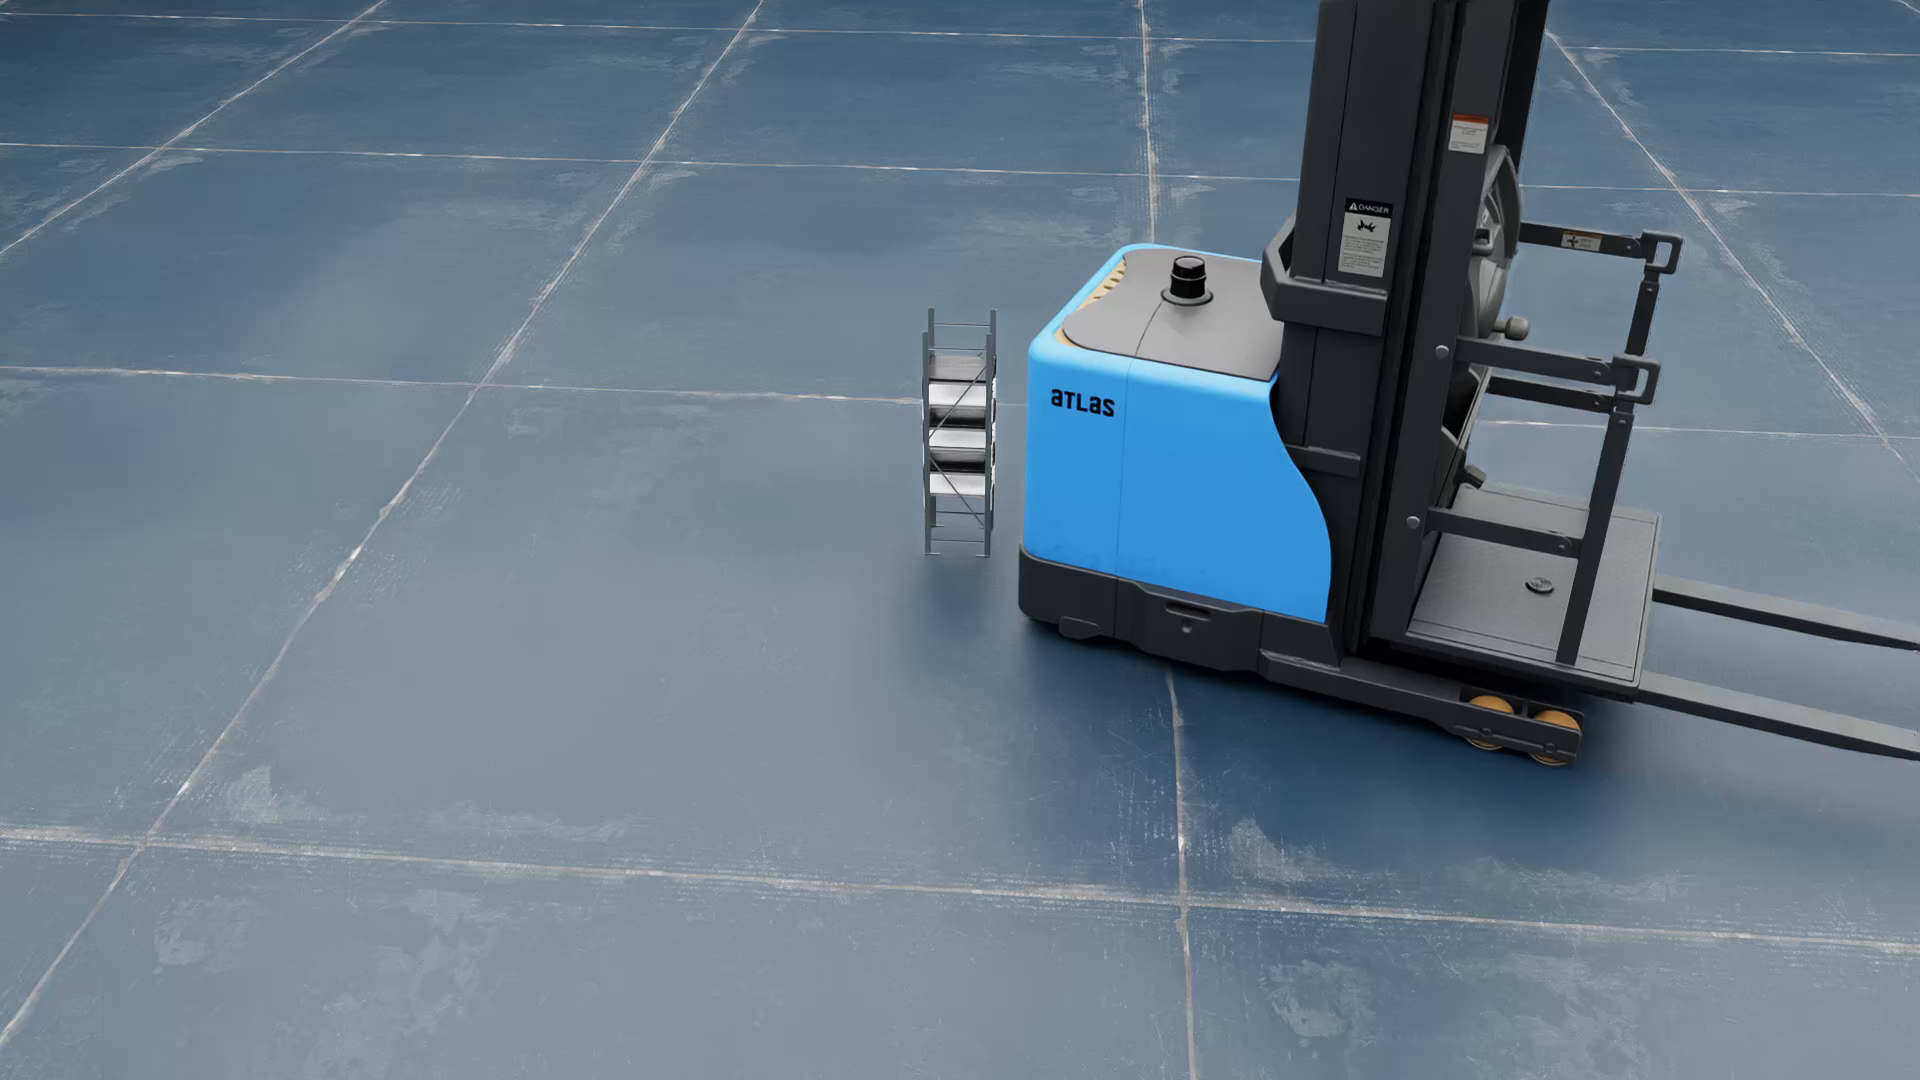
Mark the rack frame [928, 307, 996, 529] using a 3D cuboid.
[{"bbox_3d":[0.008,-0.432,6.093,0.240,0.900,0.006,2,32,4],"label":"rack frame"}]

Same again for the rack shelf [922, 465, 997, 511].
[{"bbox_3d":[-0.001,-0.197,6.119,0.258,0.077,0.200,2,32,4],"label":"rack shelf"}]

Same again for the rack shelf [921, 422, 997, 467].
[{"bbox_3d":[-0.001,-0.350,6.025,0.258,0.077,0.200,2,32,4],"label":"rack shelf"}]

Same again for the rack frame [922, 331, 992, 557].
[{"bbox_3d":[-0.009,-0.326,5.921,0.240,0.900,0.006,2,32,4],"label":"rack frame"}]

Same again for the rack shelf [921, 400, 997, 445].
[{"bbox_3d":[-0.001,-0.427,5.977,0.258,0.077,0.200,2,32,4],"label":"rack shelf"}]

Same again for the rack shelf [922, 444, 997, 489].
[{"bbox_3d":[-0.001,-0.274,6.072,0.258,0.077,0.200,2,32,4],"label":"rack shelf"}]

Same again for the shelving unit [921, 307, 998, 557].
[{"bbox_3d":[-0.001,-0.379,6.007,0.258,0.900,0.210,2,32,4],"label":"shelving unit"}]

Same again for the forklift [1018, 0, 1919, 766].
[{"bbox_3d":[1.765,-0.871,4.870,3.031,2.935,1.130,13,34,20],"label":"forklift"}]

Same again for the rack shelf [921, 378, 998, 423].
[{"bbox_3d":[-0.001,-0.504,5.930,0.258,0.077,0.200,2,32,4],"label":"rack shelf"}]

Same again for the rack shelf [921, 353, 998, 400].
[{"bbox_3d":[-0.001,-0.580,5.883,0.258,0.077,0.200,2,32,4],"label":"rack shelf"}]
